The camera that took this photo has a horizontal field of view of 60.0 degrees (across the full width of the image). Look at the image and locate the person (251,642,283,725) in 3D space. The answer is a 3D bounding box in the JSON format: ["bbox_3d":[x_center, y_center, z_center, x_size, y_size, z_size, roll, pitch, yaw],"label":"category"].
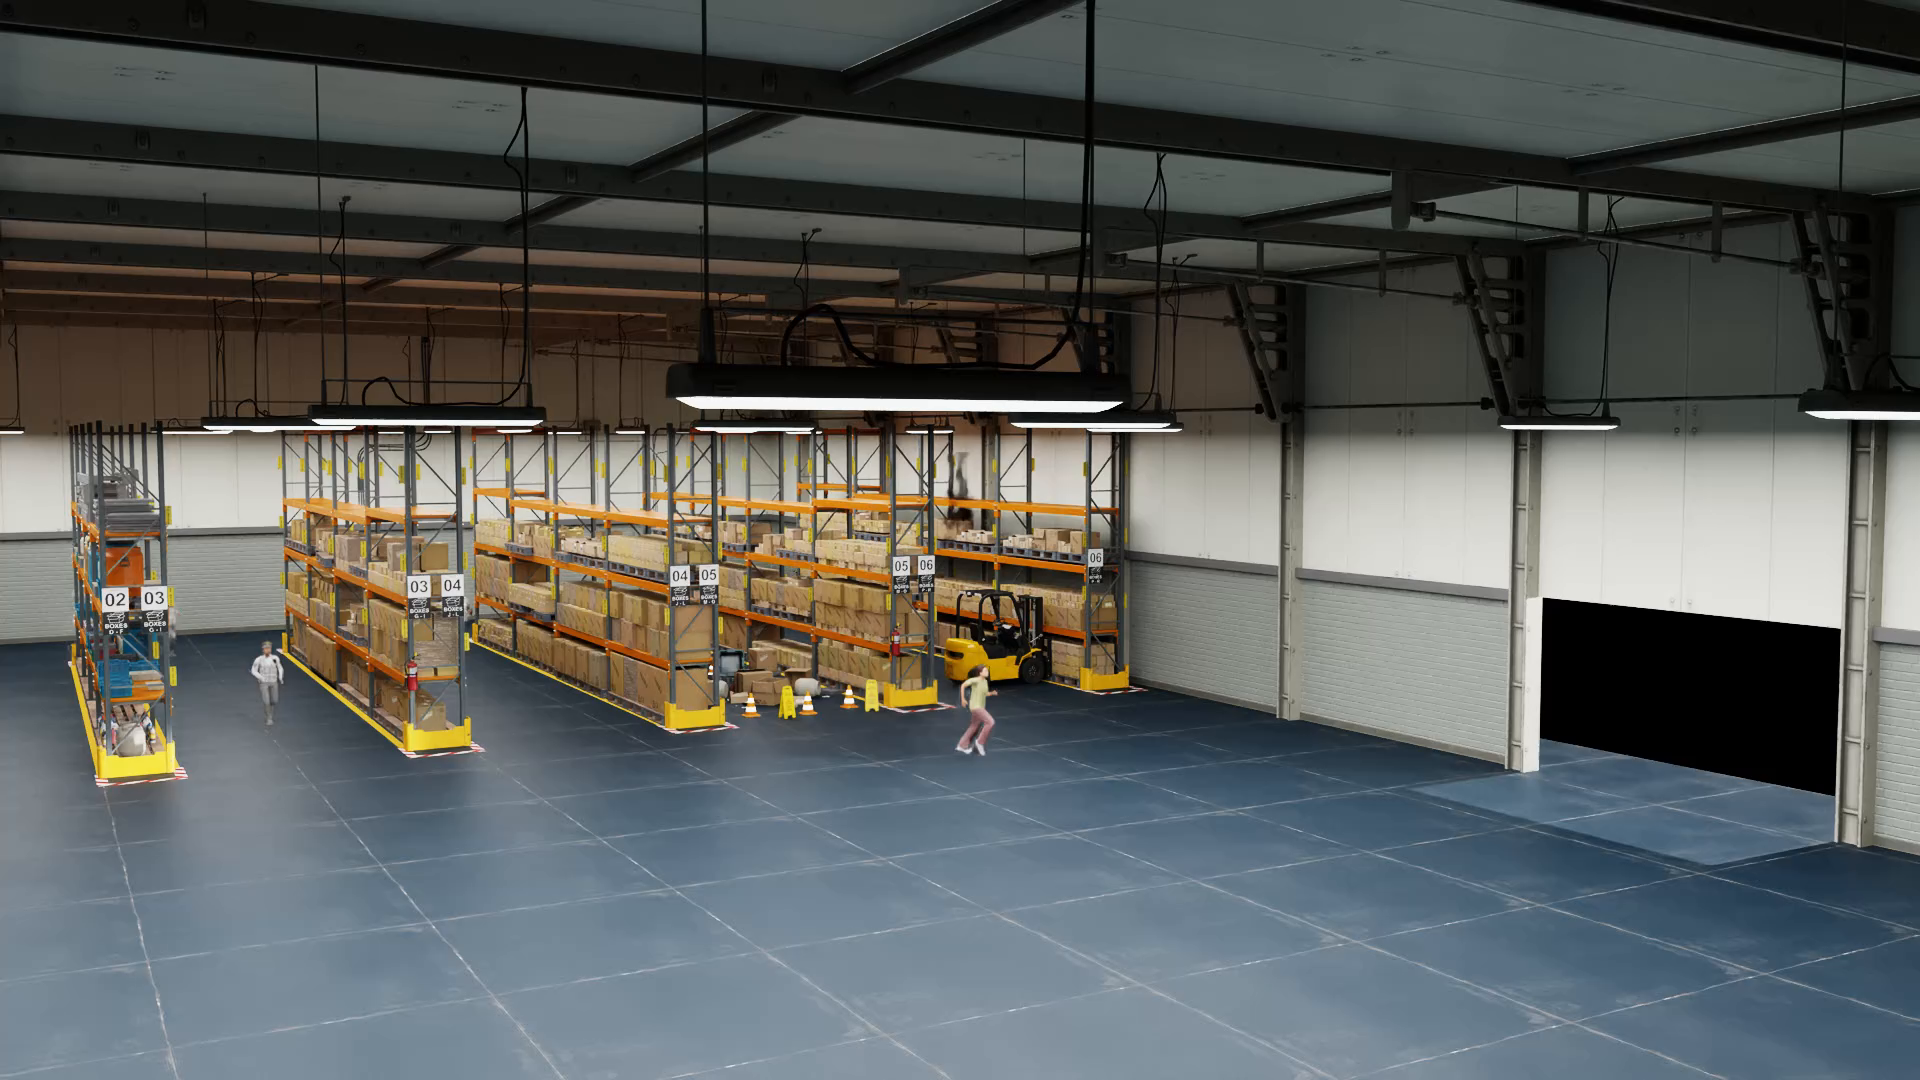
[{"bbox_3d":[-13.840,2.854,33.262,0.616,1.655,0.554,-2,4,-34],"label":"person"}]

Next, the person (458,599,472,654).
[{"bbox_3d":[-13.026,2.146,43.261,0.681,1.794,0.990,-2,4,-26],"label":"person"}]

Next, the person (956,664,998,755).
[{"bbox_3d":[0.304,3.041,29.827,0.773,1.638,0.605,1,4,22],"label":"person"}]

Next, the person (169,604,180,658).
[{"bbox_3d":[-20.543,2.190,43.054,0.663,1.771,0.766,1,4,19],"label":"person"}]

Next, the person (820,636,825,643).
[{"bbox_3d":[-3.480,2.142,43.621,0.671,1.778,0.991,-2,4,-29],"label":"person"}]
